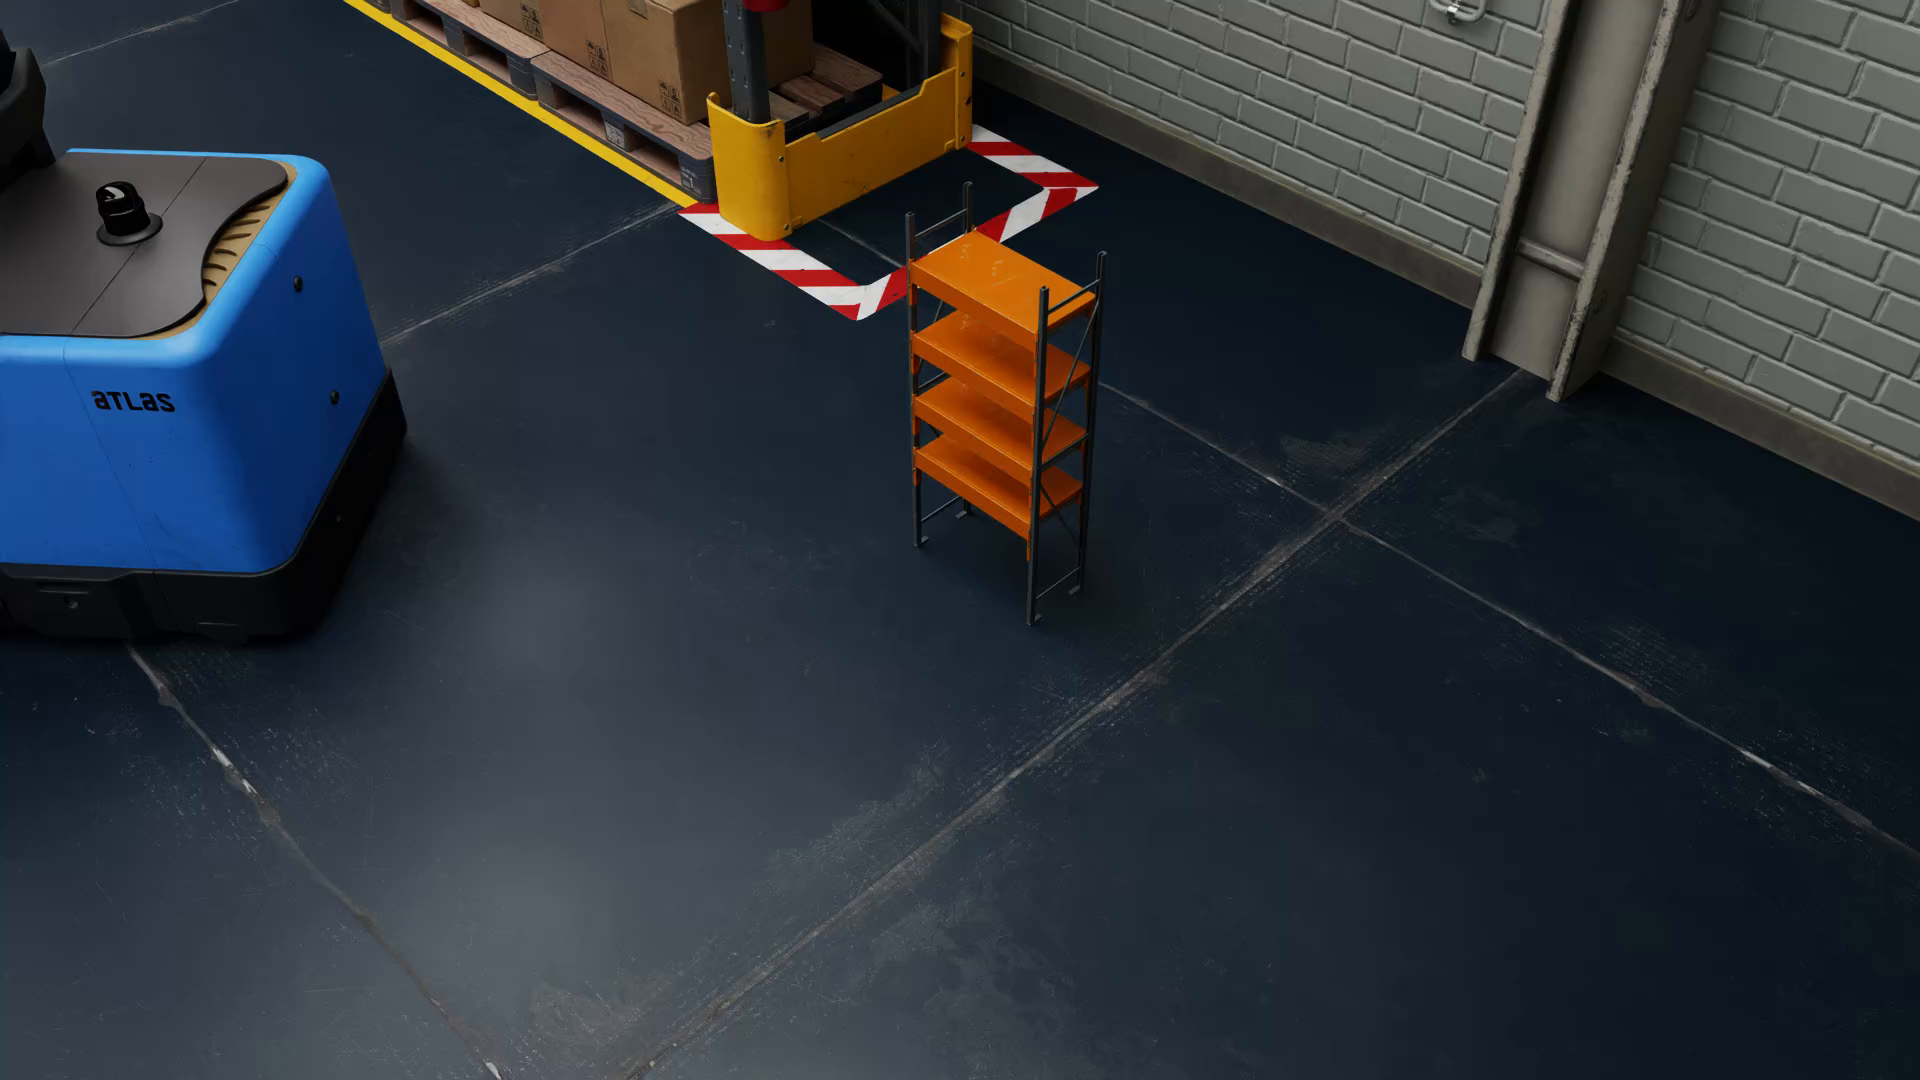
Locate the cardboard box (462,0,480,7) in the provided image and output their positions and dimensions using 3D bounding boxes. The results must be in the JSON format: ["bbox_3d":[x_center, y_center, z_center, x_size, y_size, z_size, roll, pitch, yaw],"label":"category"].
[{"bbox_3d":[-2.130,-2.885,7.694,0.700,0.500,0.500,-33,52,-30],"label":"cardboard box"}]

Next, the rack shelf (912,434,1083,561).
[{"bbox_3d":[0.117,-0.166,4.937,0.258,0.148,0.480,-34,53,-31],"label":"rack shelf"}]

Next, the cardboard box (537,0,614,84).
[{"bbox_3d":[-1.392,-2.391,7.160,0.500,0.500,0.700,34,53,31],"label":"cardboard box"}]

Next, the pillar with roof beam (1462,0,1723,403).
[{"bbox_3d":[-1.003,-1.883,0.657,9.100,9.000,0.400,-34,53,-31],"label":"pillar with roof beam"}]

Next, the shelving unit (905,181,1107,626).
[{"bbox_3d":[0.117,-0.361,4.757,0.258,1.200,0.503,-34,53,-31],"label":"shelving unit"}]

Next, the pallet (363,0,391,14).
[{"bbox_3d":[-2.817,-3.121,8.472,1.003,0.211,1.213,-34,53,-31],"label":"pallet"}]

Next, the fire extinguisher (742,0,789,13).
[{"bbox_3d":[-0.694,-2.167,5.717,0.296,0.674,0.183,-34,53,-31],"label":"fire extinguisher"}]

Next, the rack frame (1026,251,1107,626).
[{"bbox_3d":[0.289,-0.244,4.630,0.240,1.200,0.015,-34,53,-31],"label":"rack frame"}]

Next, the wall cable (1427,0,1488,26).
[{"bbox_3d":[1.100,-2.837,5.362,0.084,1.984,1.851,-34,53,-31],"label":"wall cable"}]

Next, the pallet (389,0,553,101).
[{"bbox_3d":[-1.951,-2.535,7.838,1.003,0.211,1.213,-34,53,-31],"label":"pallet"}]

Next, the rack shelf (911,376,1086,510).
[{"bbox_3d":[0.117,-0.312,4.802,0.258,0.148,0.480,-34,53,-31],"label":"rack shelf"}]

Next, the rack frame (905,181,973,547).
[{"bbox_3d":[-0.055,-0.478,4.884,0.240,1.200,0.015,-34,53,-31],"label":"rack frame"}]

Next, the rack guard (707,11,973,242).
[{"bbox_3d":[-0.457,-1.696,6.718,1.175,0.500,0.348,-34,53,-31],"label":"rack guard"}]

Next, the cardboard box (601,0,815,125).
[{"bbox_3d":[-1.039,-2.151,6.900,0.700,0.500,0.500,-34,53,-31],"label":"cardboard box"}]

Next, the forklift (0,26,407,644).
[{"bbox_3d":[-3.379,-1.157,4.342,3.031,2.935,1.130,2,43,3],"label":"forklift"}]

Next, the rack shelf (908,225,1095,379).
[{"bbox_3d":[0.117,-0.650,4.490,0.258,0.148,0.480,-34,53,-31],"label":"rack shelf"}]

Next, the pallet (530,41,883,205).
[{"bbox_3d":[-1.094,-1.949,7.203,1.003,0.211,1.213,-34,53,-31],"label":"pallet"}]

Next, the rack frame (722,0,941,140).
[{"bbox_3d":[-0.474,-2.626,5.882,1.000,3.000,0.127,-34,53,-31],"label":"rack frame"}]

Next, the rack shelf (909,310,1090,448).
[{"bbox_3d":[0.117,-0.476,4.651,0.258,0.148,0.480,-34,53,-31],"label":"rack shelf"}]

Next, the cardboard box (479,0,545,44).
[{"bbox_3d":[-1.748,-2.632,7.421,0.500,0.500,0.700,32,52,30],"label":"cardboard box"}]
